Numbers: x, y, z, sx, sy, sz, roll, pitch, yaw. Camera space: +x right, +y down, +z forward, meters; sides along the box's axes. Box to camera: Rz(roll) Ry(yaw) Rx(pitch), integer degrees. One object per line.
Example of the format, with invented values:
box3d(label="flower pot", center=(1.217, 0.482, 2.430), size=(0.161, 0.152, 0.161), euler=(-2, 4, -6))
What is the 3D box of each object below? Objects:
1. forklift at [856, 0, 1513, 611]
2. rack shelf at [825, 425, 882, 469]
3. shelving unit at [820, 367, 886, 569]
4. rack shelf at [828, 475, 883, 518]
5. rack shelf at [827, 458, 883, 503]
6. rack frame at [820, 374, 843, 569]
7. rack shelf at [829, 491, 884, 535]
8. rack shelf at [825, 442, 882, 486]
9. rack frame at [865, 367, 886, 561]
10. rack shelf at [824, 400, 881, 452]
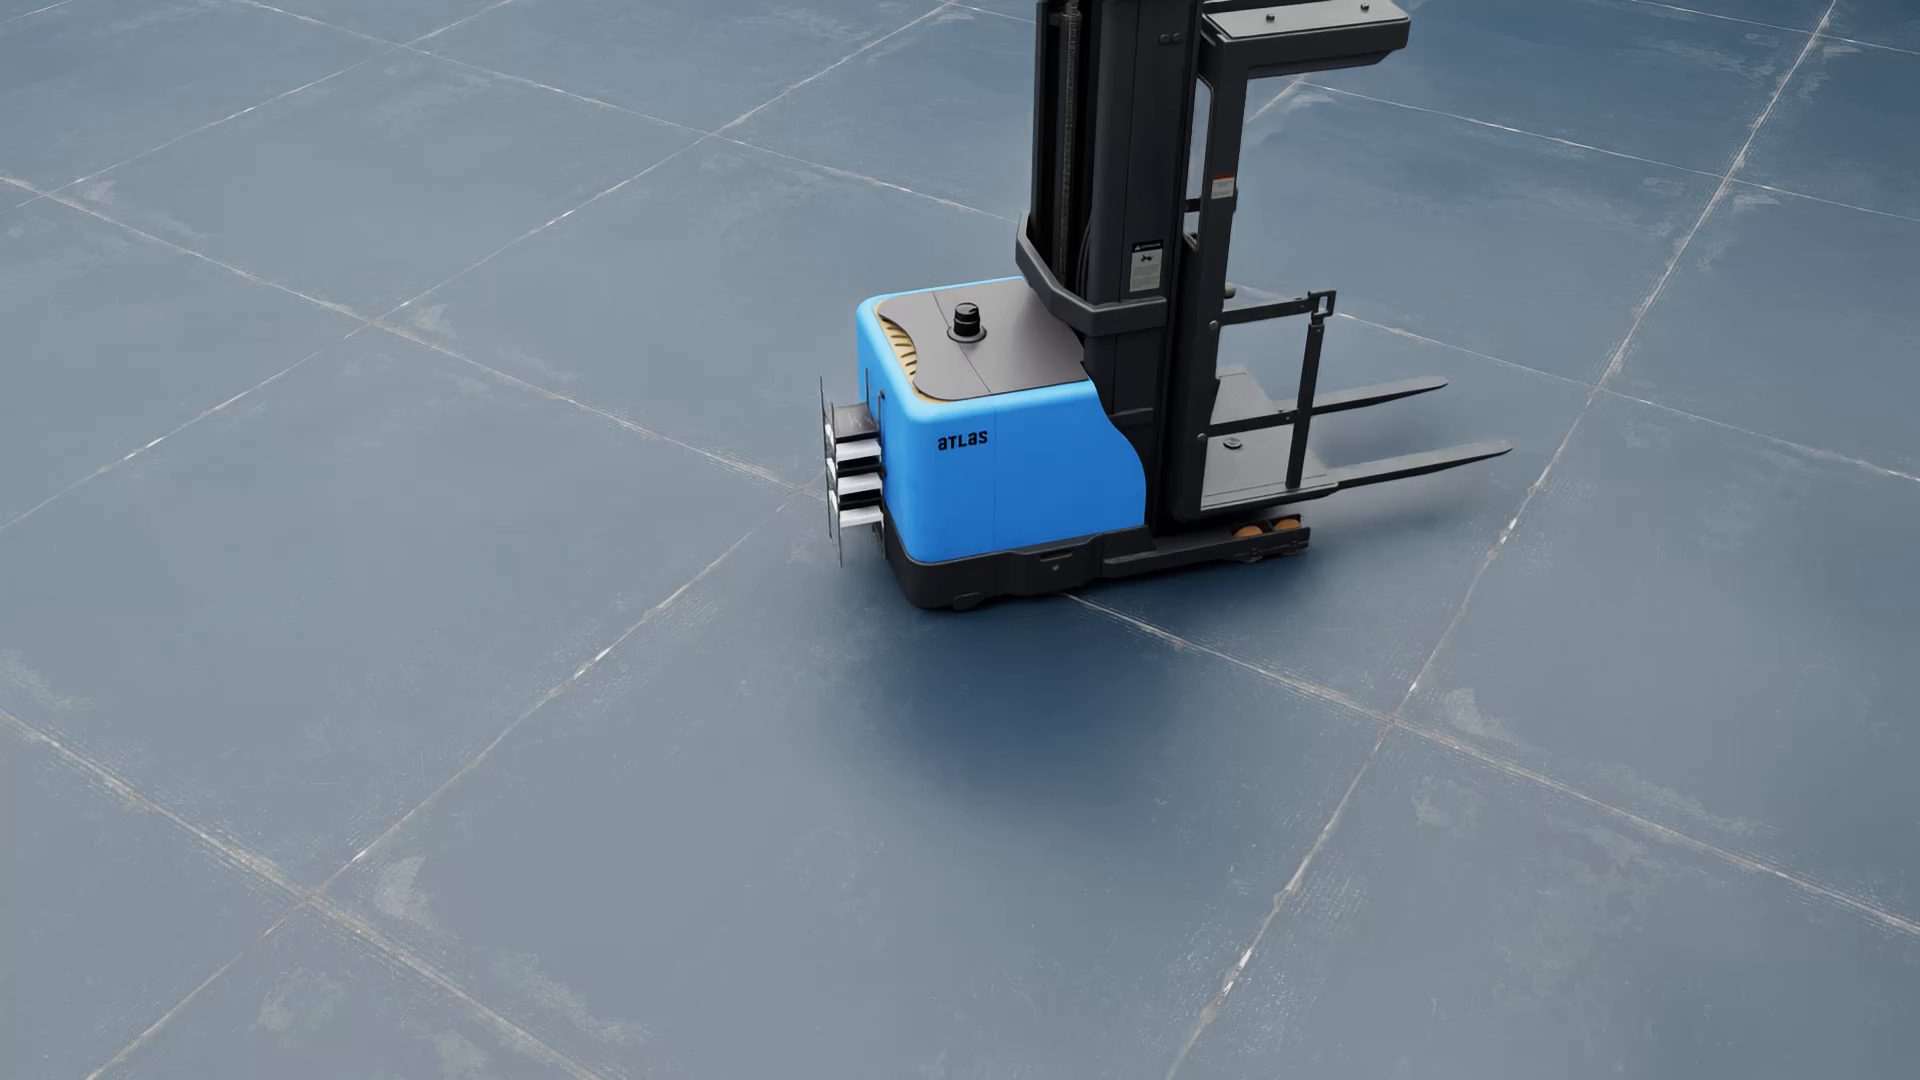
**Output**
box3d(label="forklift", center=(1.101, -1.358, 7.111), size=(3.031, 2.935, 1.130), euler=(-10, 39, -13))
box3d(label="rack shelf", center=(-0.474, -0.427, 7.327), size=(0.200, 0.077, 0.258), euler=(-10, 39, -13))
box3d(label="shelving unit", center=(-0.474, -0.311, 7.416), size=(0.210, 0.900, 0.258), euler=(-10, 39, -13))
box3d(label="rack shelf", center=(-0.474, -0.213, 7.491), size=(0.200, 0.077, 0.258), euler=(-10, 39, -13))
box3d(label="rack shelf", center=(-0.474, -0.284, 7.436), size=(0.200, 0.077, 0.258), euler=(-10, 39, -13))
box3d(label="rack frame", center=(-0.572, -0.293, 7.393), size=(0.006, 0.900, 0.240), euler=(-10, 39, -13))
box3d(label="rack shelf", center=(-0.474, -0.142, 7.546), size=(0.200, 0.077, 0.258), euler=(-10, 39, -13))
box3d(label="rack shelf", center=(-0.474, -0.356, 7.381), size=(0.200, 0.077, 0.258), euler=(-10, 39, -13))
box3d(label="rack frame", center=(-0.377, -0.328, 7.439), size=(0.006, 0.900, 0.240), euler=(-10, 39, -13))
box3d(label="rack shelf", center=(-0.474, -0.498, 7.272), size=(0.200, 0.077, 0.258), euler=(-10, 39, -13))
